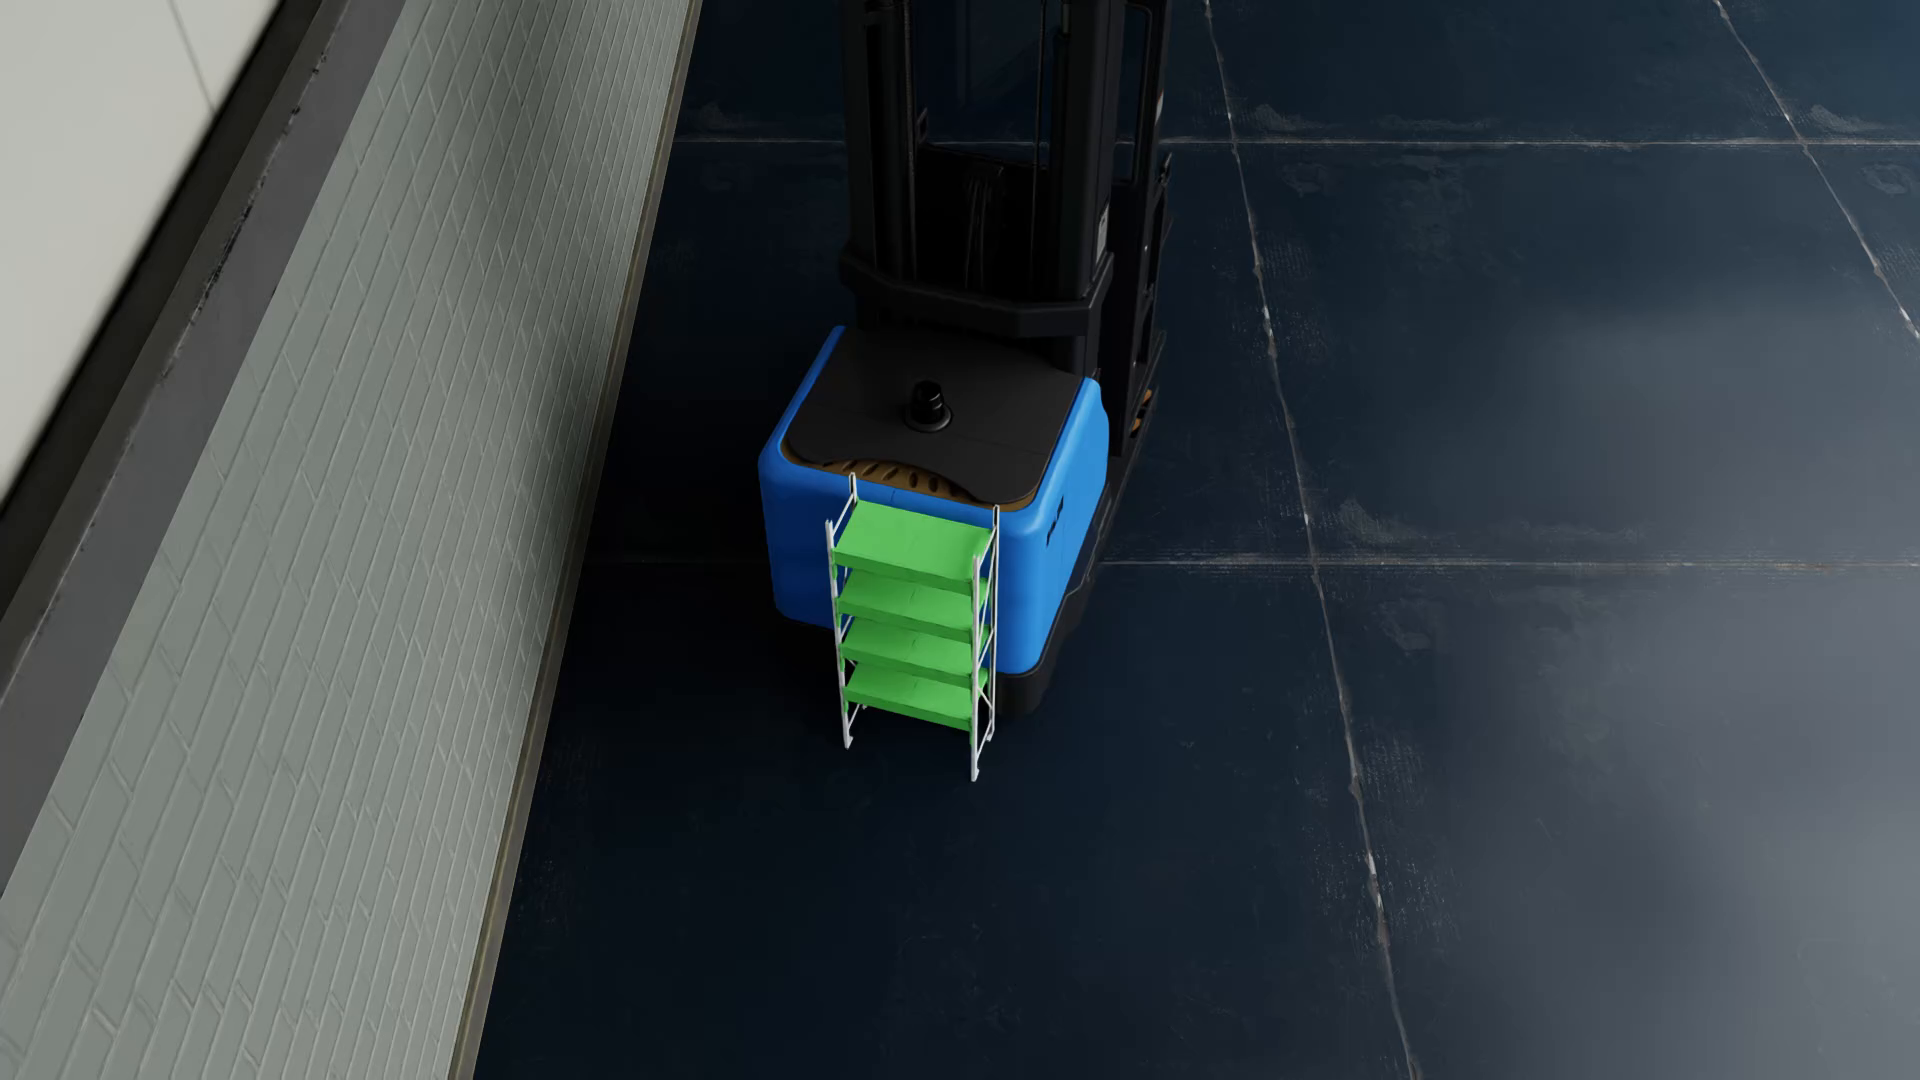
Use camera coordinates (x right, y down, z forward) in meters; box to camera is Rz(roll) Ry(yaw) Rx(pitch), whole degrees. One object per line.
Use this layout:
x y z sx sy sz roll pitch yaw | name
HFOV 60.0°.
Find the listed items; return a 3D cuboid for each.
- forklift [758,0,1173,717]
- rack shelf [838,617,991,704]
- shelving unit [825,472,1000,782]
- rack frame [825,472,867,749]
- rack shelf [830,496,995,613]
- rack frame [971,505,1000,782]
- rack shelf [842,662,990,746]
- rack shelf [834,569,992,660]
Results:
0.233 -1.448 6.176 1.130 2.935 3.031 13 48 12 | forklift
-0.149 0.371 5.753 0.480 0.148 0.258 13 48 12 | rack shelf
-0.149 0.328 5.706 0.503 1.200 0.258 13 48 12 | shelving unit
-0.382 0.274 5.756 0.015 1.200 0.240 13 48 12 | rack frame
-0.149 0.044 5.401 0.480 0.148 0.258 13 48 12 | rack shelf
0.084 0.381 5.656 0.015 1.200 0.240 13 48 12 | rack frame
-0.149 0.535 5.928 0.480 0.148 0.258 13 48 12 | rack shelf
-0.149 0.208 5.577 0.480 0.148 0.258 13 48 12 | rack shelf
